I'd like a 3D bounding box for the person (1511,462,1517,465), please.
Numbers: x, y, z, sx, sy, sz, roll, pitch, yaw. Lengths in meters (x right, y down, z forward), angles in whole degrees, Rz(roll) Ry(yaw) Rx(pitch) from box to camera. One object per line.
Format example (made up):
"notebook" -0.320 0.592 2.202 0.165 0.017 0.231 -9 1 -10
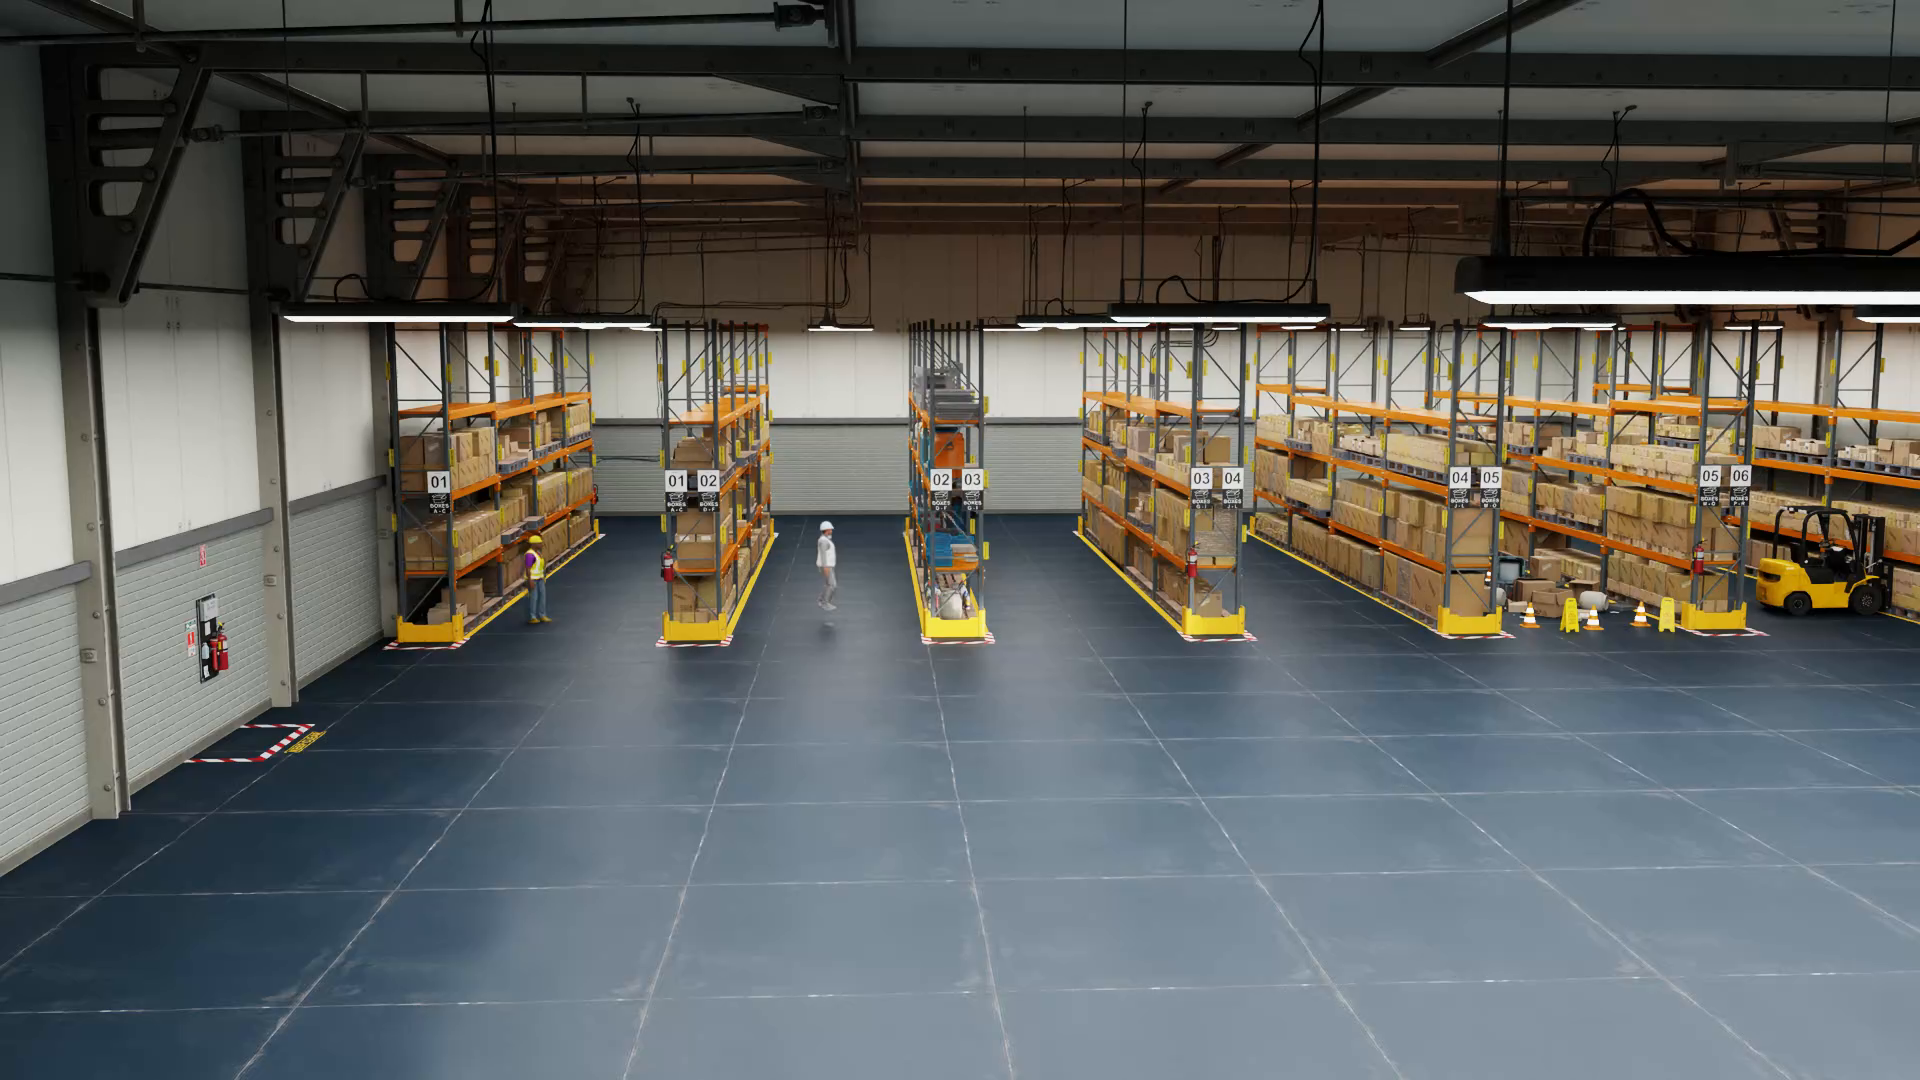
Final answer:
"person" 17.434 -1.614 52.378 0.404 1.712 0.527 -3 8 -23

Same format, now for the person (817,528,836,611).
"person" -2.664 0.564 33.034 0.451 1.769 0.601 1 7 7

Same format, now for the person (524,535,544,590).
"person" -8.447 0.436 33.009 0.394 1.065 0.620 3 8 22
